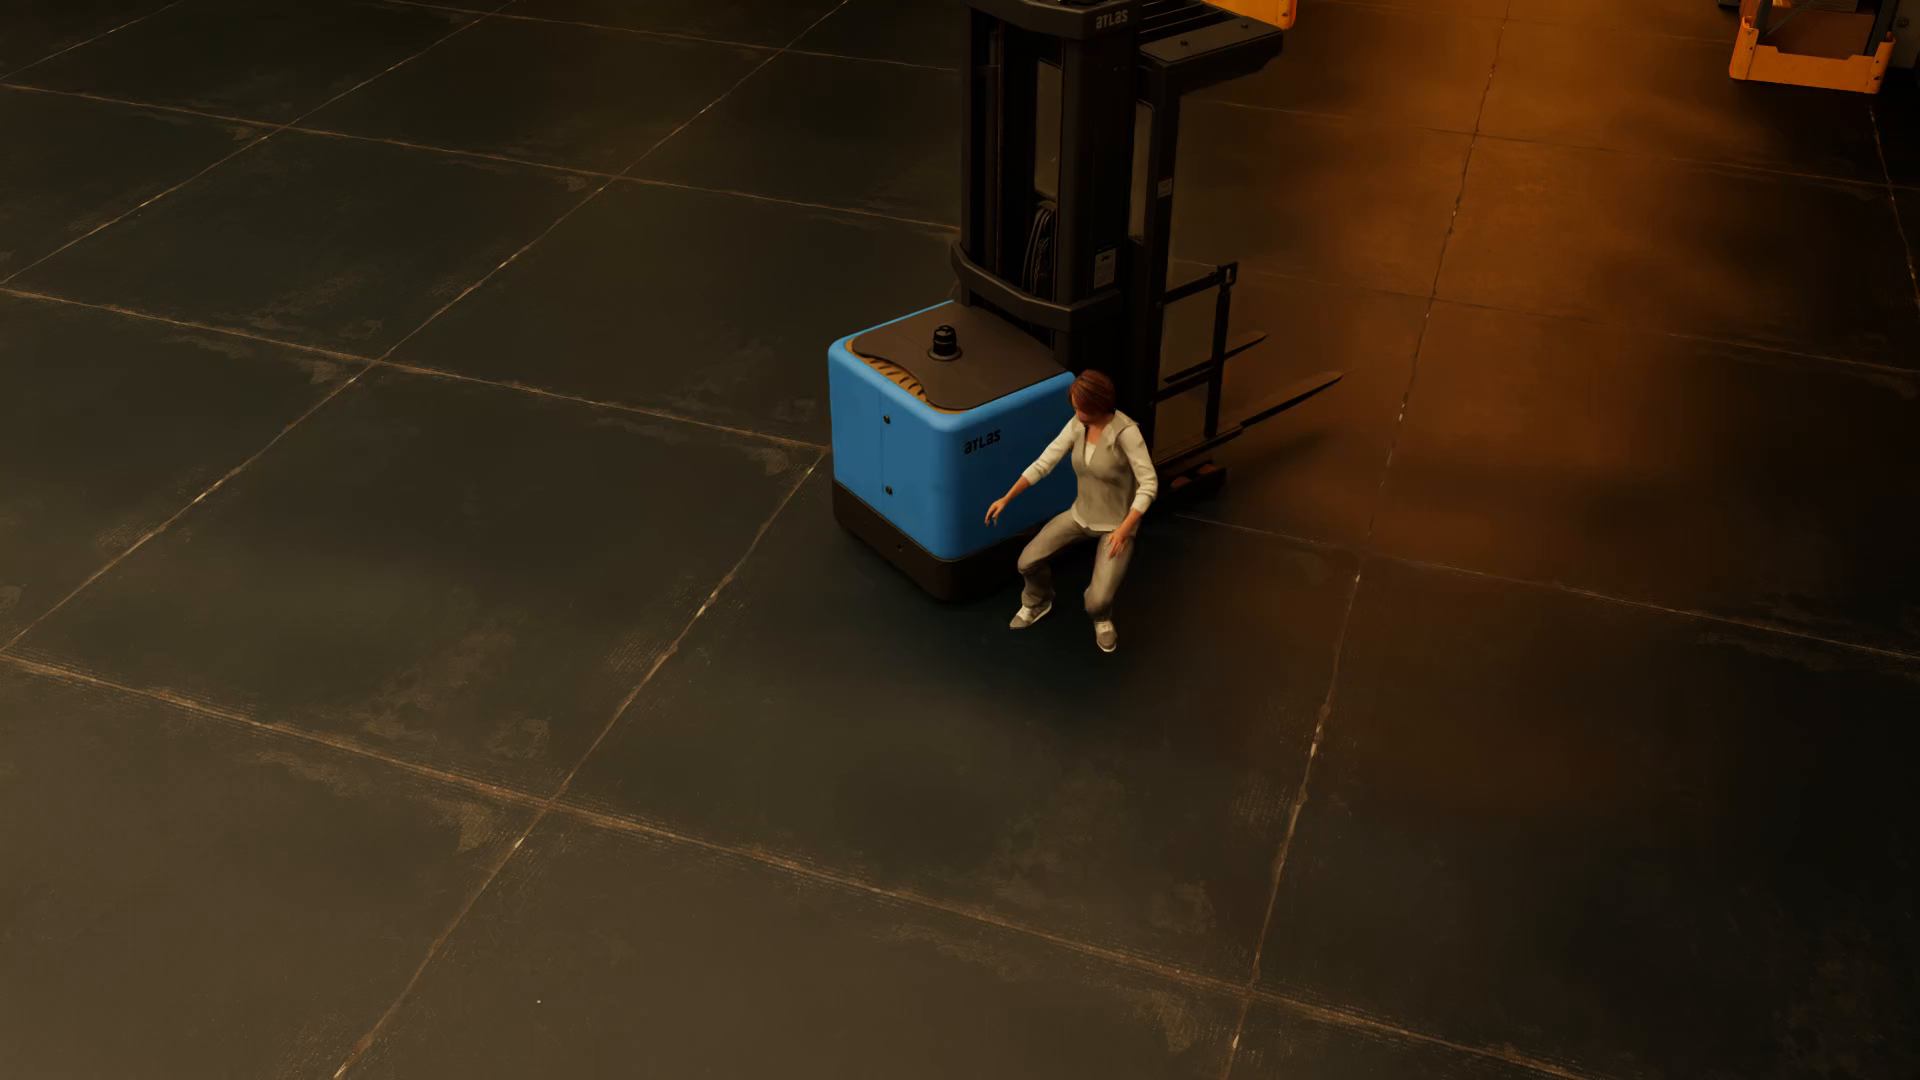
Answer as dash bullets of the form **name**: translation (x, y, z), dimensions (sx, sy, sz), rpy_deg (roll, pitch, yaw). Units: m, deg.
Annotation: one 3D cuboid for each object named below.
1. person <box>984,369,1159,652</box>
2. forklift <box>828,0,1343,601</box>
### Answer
- **person**: translation (0.513, -0.042, 7.510), dimensions (0.642, 1.454, 0.713), rpy_deg (-29, 45, -35)
- **forklift**: translation (0.812, -1.589, 8.351), dimensions (3.031, 2.935, 1.130), rpy_deg (-24, 42, -30)
